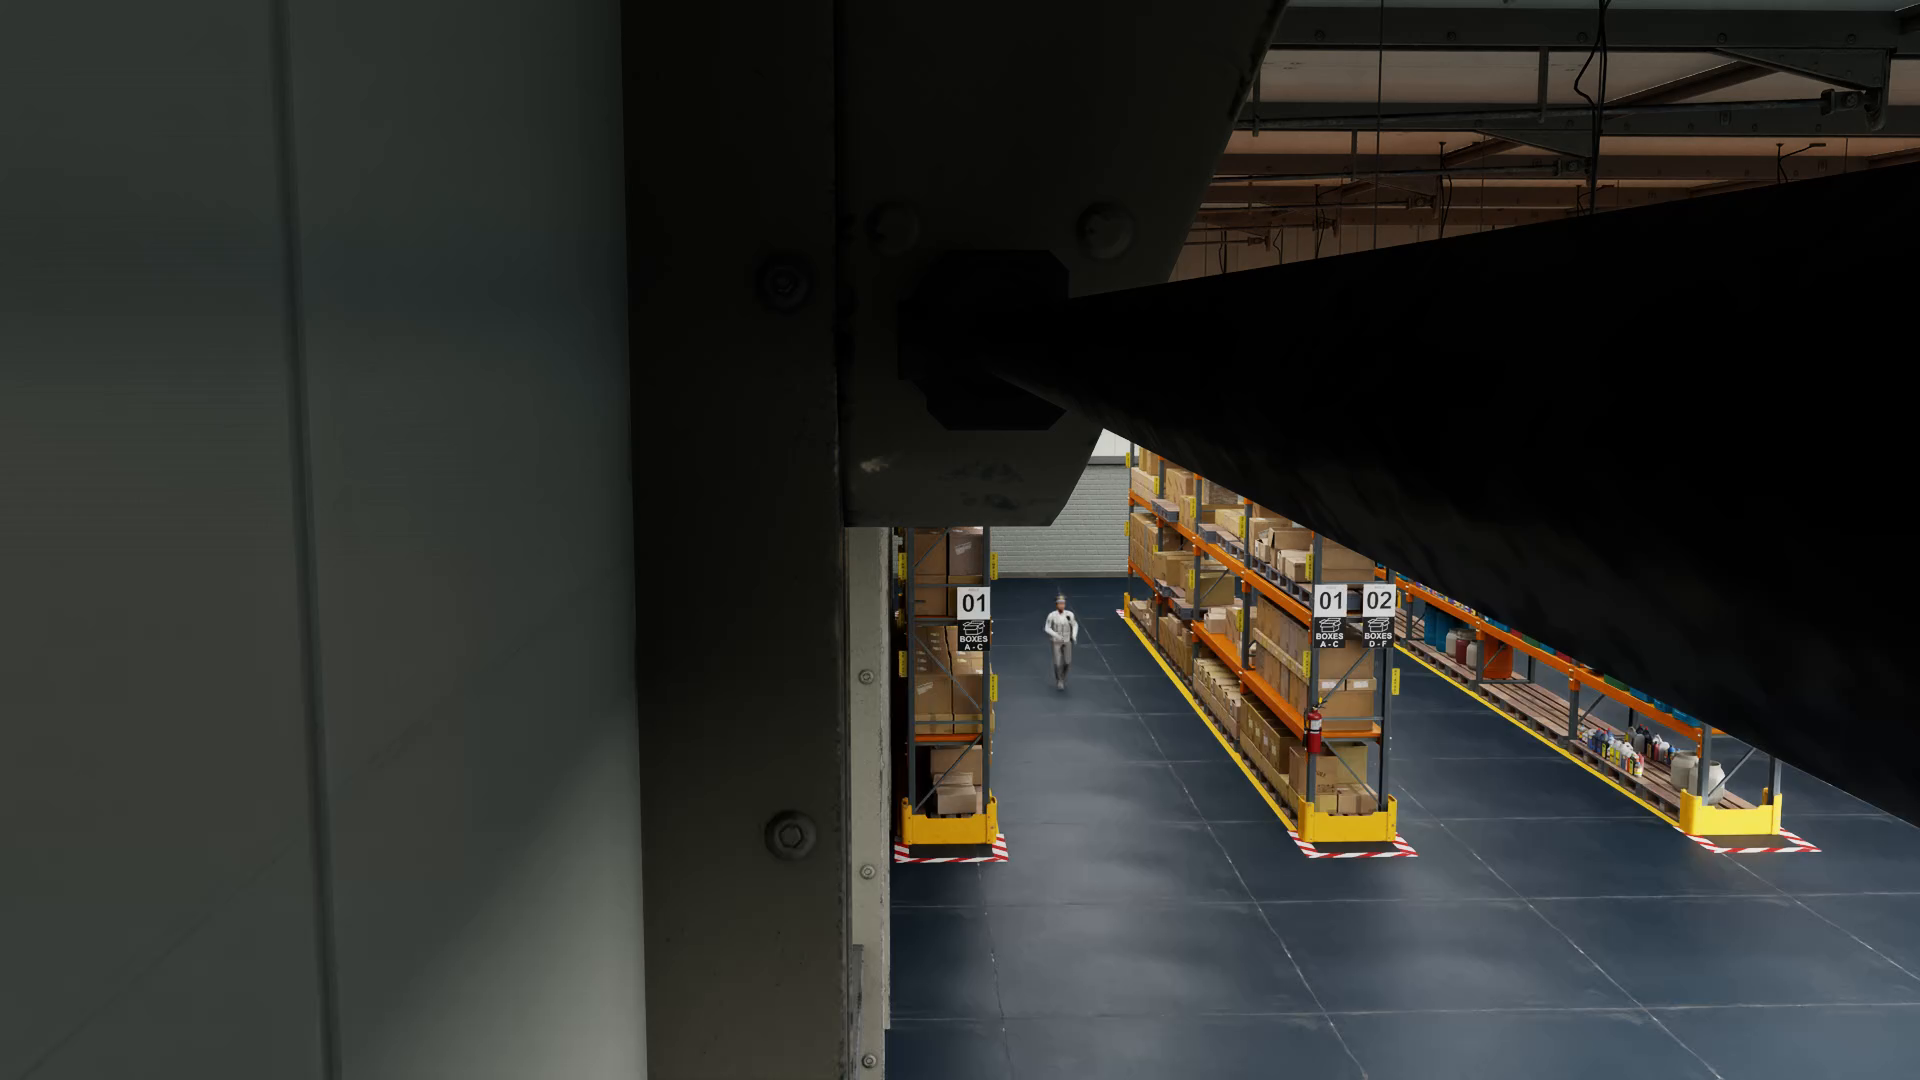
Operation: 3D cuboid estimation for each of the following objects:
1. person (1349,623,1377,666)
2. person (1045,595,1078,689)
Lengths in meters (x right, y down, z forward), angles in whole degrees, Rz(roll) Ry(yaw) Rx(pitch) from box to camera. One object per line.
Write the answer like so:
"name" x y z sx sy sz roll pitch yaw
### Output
"person" 7.147 1.781 29.360 0.600 1.616 0.538 -1 7 -4
"person" 1.786 1.793 29.092 0.605 1.659 0.530 0 7 -3
